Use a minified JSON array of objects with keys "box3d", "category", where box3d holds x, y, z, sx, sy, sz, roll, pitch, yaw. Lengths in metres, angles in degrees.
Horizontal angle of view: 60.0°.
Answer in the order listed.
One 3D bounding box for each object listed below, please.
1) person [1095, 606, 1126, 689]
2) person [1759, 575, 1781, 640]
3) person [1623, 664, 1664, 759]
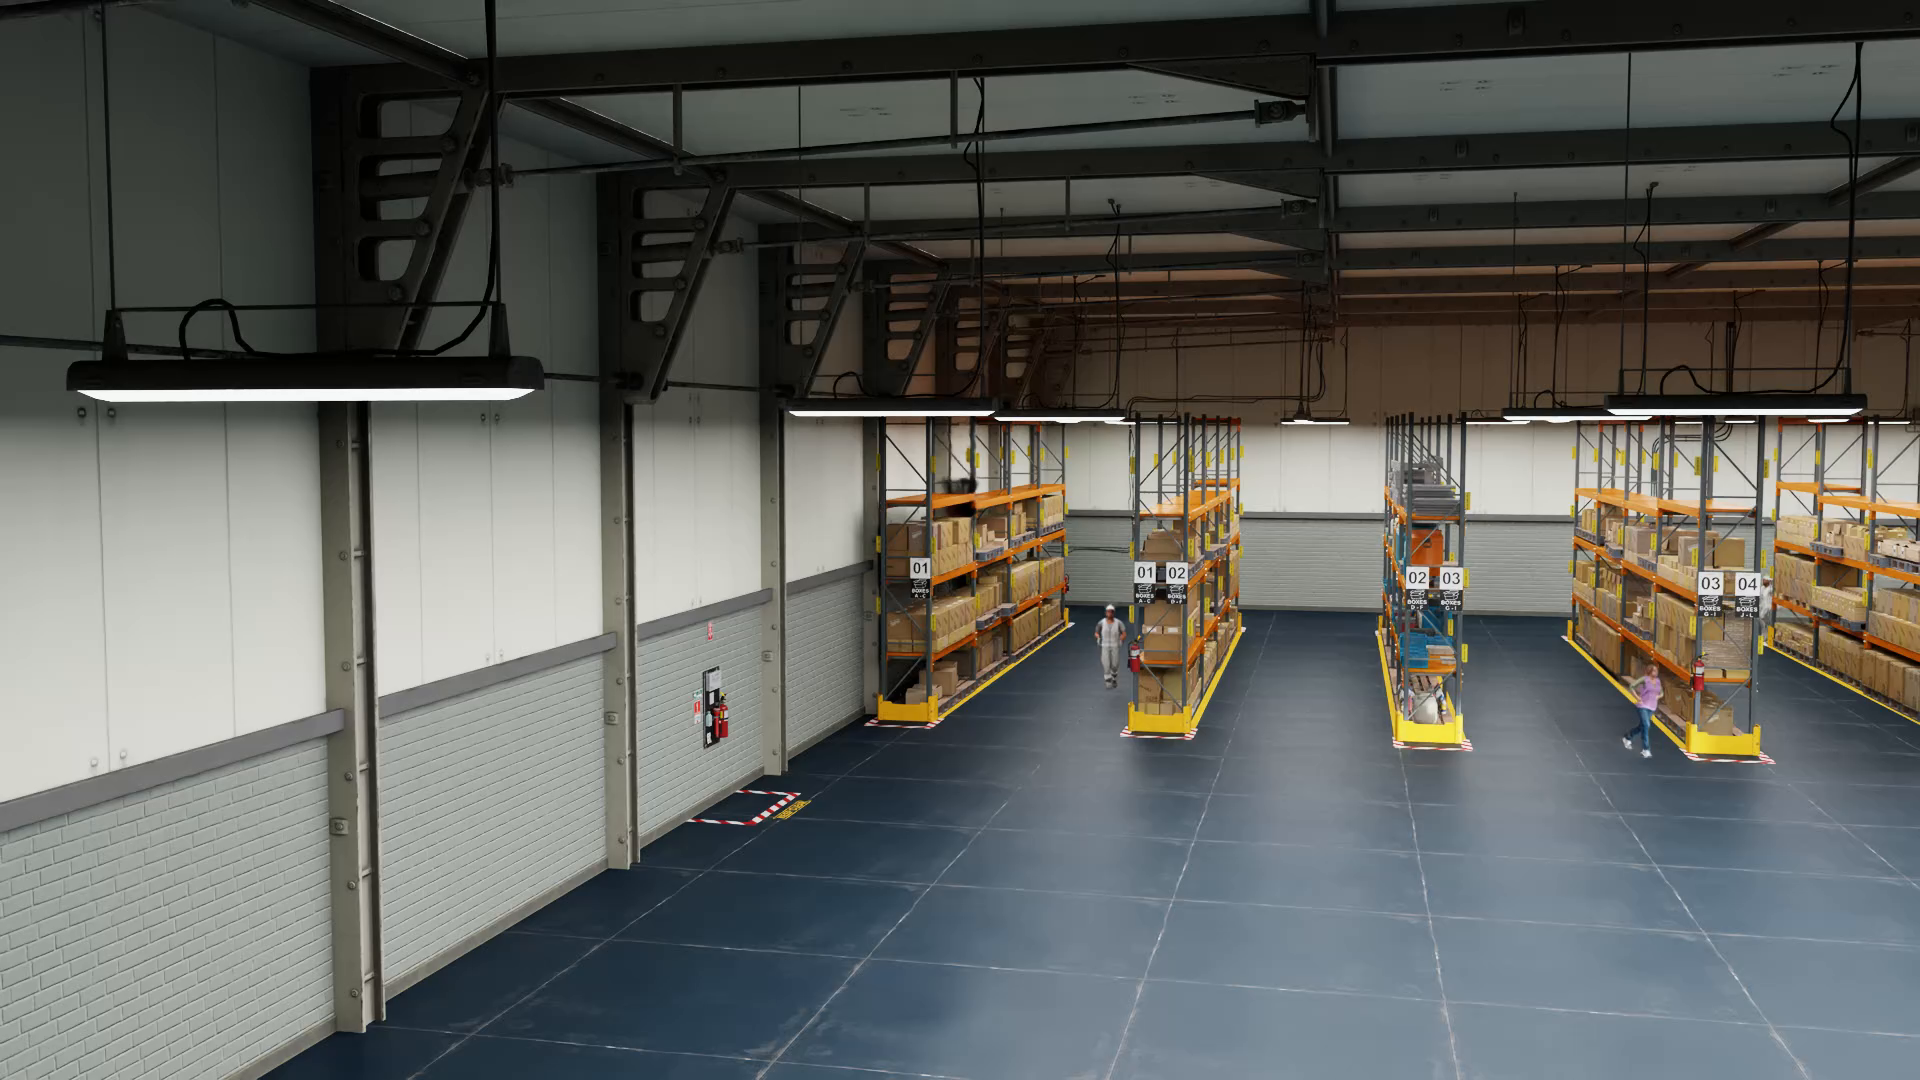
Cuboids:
[{"box3d":[3.109,2.234,34.466,0.648,1.745,0.570,0,4,7],"category":"person"},{"box3d":[21.676,1.830,44.597,0.816,1.797,0.705,0,4,4],"category":"person"},{"box3d":[12.035,2.971,29.160,0.548,1.613,0.806,-1,4,-17],"category":"person"}]
